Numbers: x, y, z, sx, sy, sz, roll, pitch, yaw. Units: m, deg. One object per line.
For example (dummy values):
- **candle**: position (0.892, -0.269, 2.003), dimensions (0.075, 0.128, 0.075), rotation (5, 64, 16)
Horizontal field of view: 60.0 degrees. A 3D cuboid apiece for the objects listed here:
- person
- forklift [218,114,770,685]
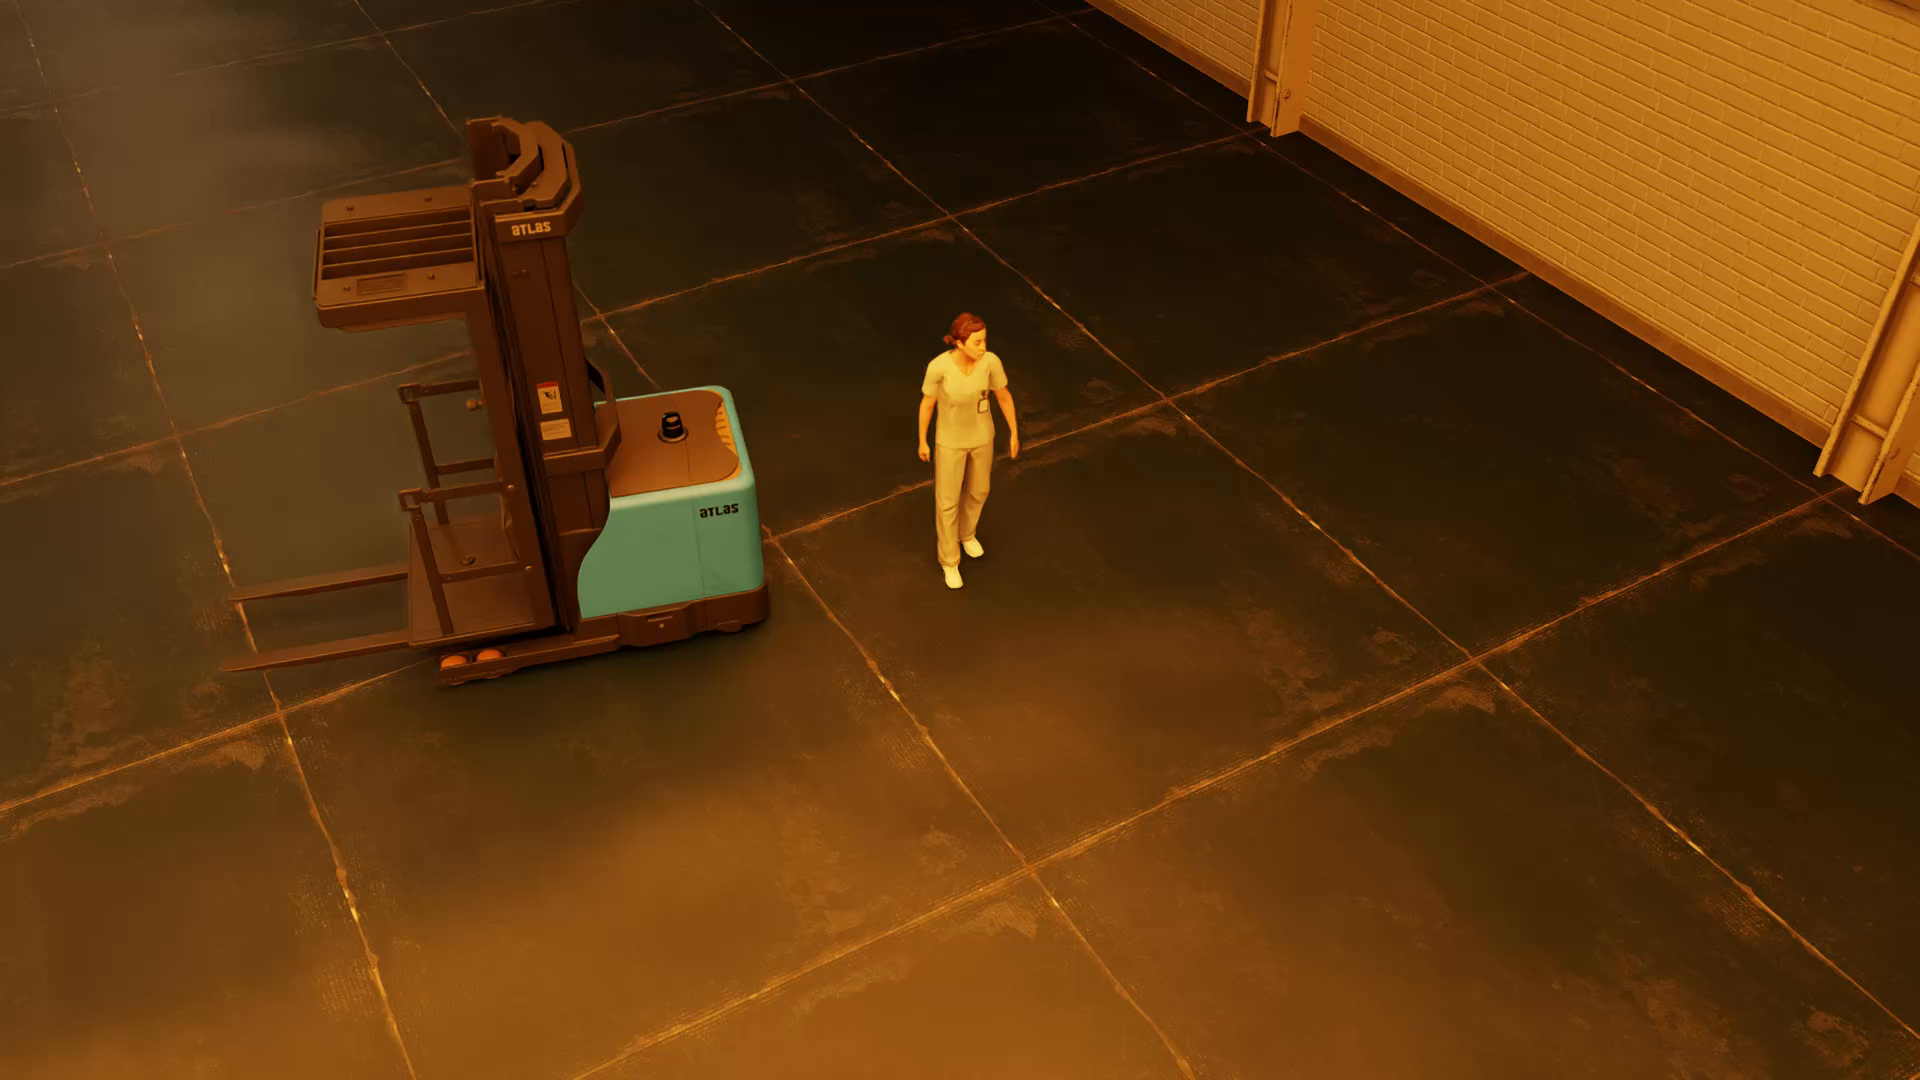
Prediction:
- **person**: position (0.067, -0.532, 9.675), dimensions (0.577, 1.660, 0.574), rotation (-13, 41, -15)
- **forklift**: position (-2.686, -0.688, 8.866), dimensions (3.031, 2.935, 1.130), rotation (-10, 41, -11)
